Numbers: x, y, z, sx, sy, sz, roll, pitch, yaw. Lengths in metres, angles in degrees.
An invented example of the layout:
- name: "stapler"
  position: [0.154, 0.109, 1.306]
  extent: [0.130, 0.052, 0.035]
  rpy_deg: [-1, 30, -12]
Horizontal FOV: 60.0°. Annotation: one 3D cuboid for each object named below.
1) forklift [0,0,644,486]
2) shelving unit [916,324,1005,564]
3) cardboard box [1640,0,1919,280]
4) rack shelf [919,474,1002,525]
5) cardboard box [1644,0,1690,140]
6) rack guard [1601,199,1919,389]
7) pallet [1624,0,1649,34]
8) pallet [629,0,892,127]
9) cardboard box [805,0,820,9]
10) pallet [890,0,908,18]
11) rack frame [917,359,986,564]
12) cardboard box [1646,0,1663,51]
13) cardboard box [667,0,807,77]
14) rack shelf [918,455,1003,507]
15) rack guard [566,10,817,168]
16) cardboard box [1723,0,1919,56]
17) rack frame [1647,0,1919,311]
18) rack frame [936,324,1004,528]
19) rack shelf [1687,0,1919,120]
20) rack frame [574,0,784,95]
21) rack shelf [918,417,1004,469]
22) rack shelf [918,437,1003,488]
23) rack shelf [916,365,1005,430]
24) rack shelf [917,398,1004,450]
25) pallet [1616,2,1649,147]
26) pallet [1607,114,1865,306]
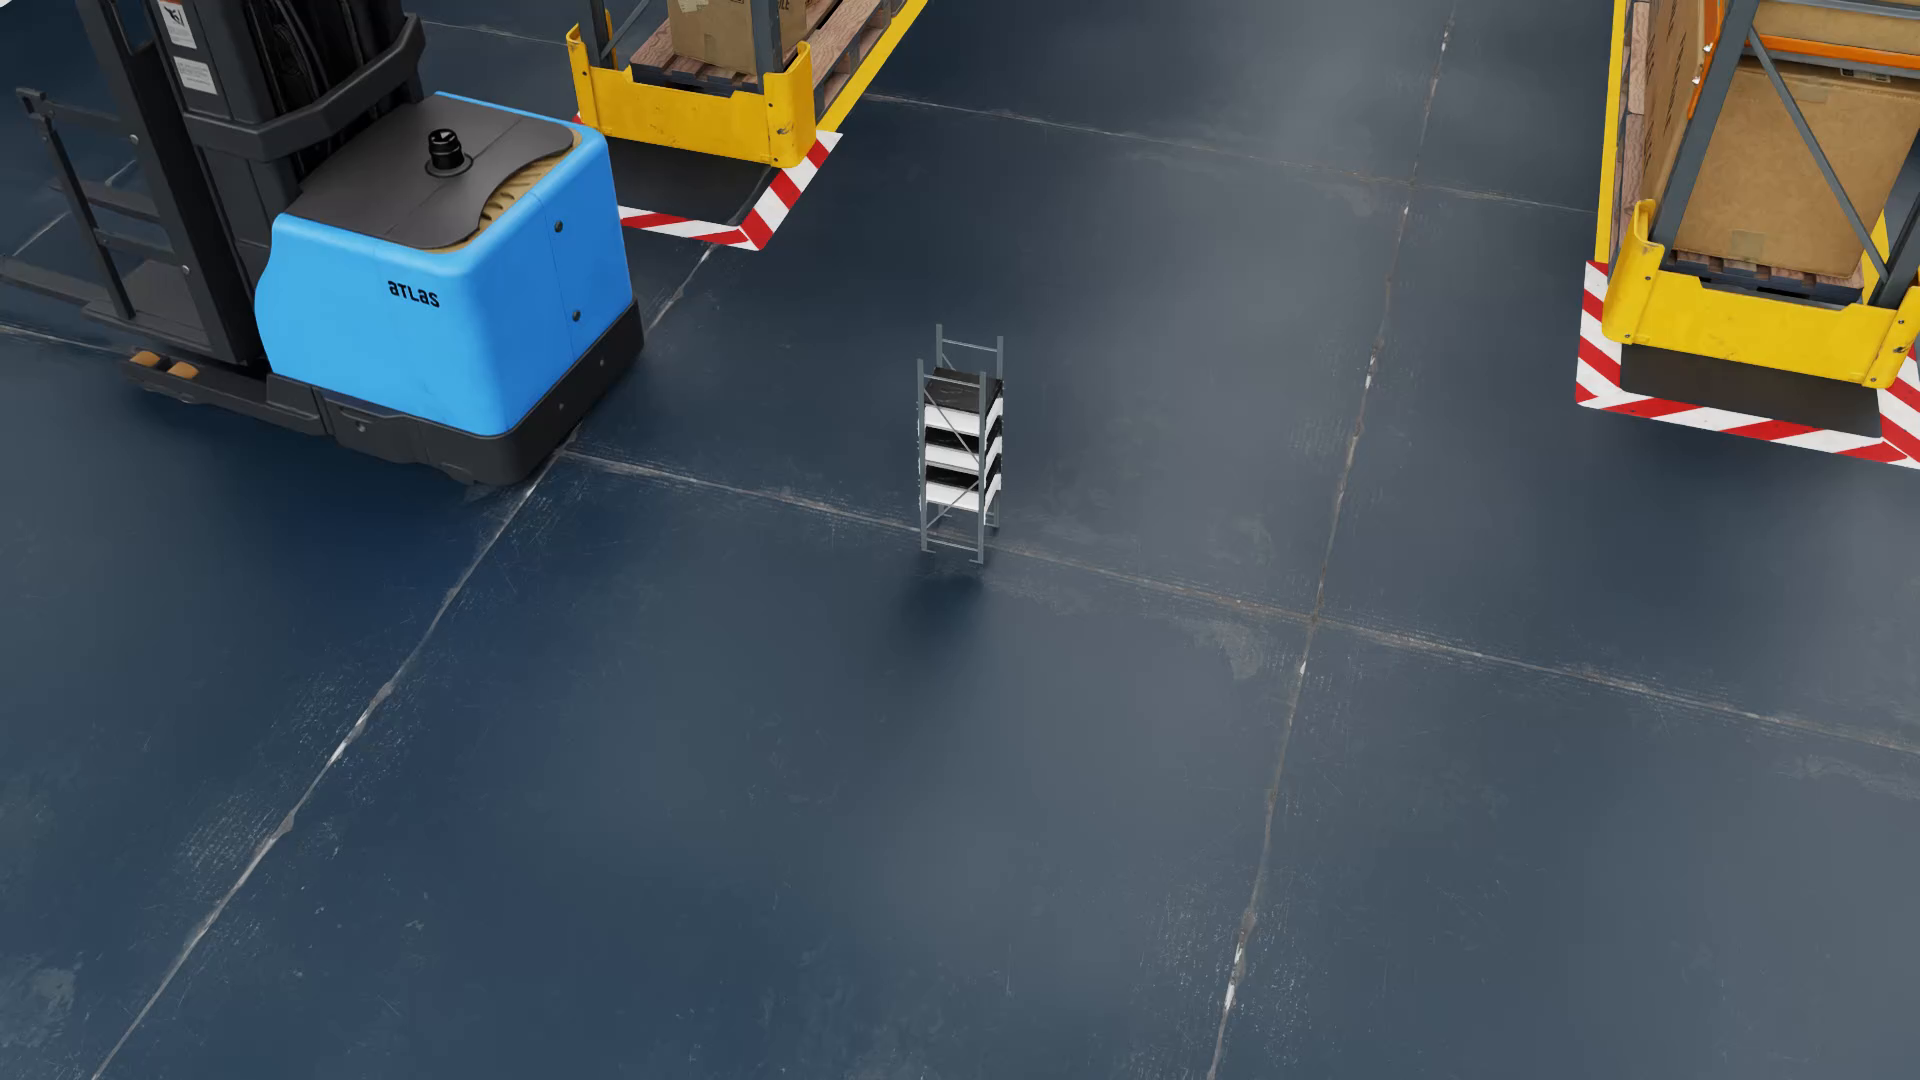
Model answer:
- name: "forklift"
  position: [-2.892, -1.931, 6.127]
  extent: [3.031, 2.935, 1.130]
  rpy_deg: [17, 47, 16]
- name: "shelving unit"
  position: [0.002, -0.327, 5.941]
  extent: [0.258, 0.900, 0.210]
  rpy_deg: [13, 46, 12]
- name: "cardboard box"
  position: [3.508, -1.797, 7.161]
  extent: [0.875, 0.875, 0.875]
  rpy_deg: [13, 46, 13]
- name: "rack shelf"
  position: [0.002, -0.175, 6.090]
  extent: [0.258, 0.077, 0.200]
  rpy_deg: [13, 46, 12]
- name: "cardboard box"
  position: [3.773, -2.384, 7.760]
  extent: [0.875, 0.875, 0.875]
  rpy_deg: [12, 46, 12]
- name: "rack guard"
  position: [3.359, -1.031, 6.946]
  extent: [1.175, 0.500, 0.348]
  rpy_deg: [13, 46, 13]
- name: "pallet"
  position: [4.272, -3.120, 9.287]
  extent: [1.003, 0.211, 1.213]
  rpy_deg: [13, 46, 13]
- name: "pallet"
  position: [-1.028, -2.646, 8.803]
  extent: [1.003, 0.211, 1.213]
  rpy_deg: [13, 46, 13]
- name: "cardboard box"
  position: [-0.977, -3.133, 8.794]
  extent: [0.500, 0.500, 0.500]
  rpy_deg: [24, 49, 23]
- name: "pallet"
  position: [-0.657, -3.457, 9.632]
  extent: [1.003, 0.211, 1.213]
  rpy_deg: [13, 46, 13]
- name: "rack frame"
  position: [-0.028, -0.259, 5.872]
  extent: [0.240, 0.900, 0.006]
  rpy_deg: [13, 46, 12]
- name: "cardboard box"
  position: [4.051, -2.991, 8.381]
  extent: [0.875, 0.875, 0.875]
  rpy_deg: [13, 46, 13]
- name: "cardboard box"
  position: [-1.126, -2.728, 8.380]
  extent: [0.500, 0.500, 0.500]
  rpy_deg: [21, 48, 20]
- name: "rack shelf"
  position: [0.002, -0.239, 6.027]
  extent: [0.258, 0.077, 0.200]
  rpy_deg: [13, 46, 12]
- name: "rack guard"
  position: [-1.308, -2.215, 8.157]
  extent: [1.175, 0.500, 0.348]
  rpy_deg: [13, 46, 13]
- name: "cardboard box"
  position: [3.435, -2.251, 6.298]
  extent: [0.875, 0.550, 0.550]
  rpy_deg: [13, 46, 13]
- name: "rack frame"
  position: [3.366, -1.940, 6.088]
  extent: [1.000, 3.000, 0.127]
  rpy_deg: [13, 46, 13]
- name: "rack frame"
  position: [0.033, -0.395, 6.010]
  extent: [0.240, 0.900, 0.006]
  rpy_deg: [13, 46, 12]
- name: "rack shelf"
  position: [3.971, -3.016, 7.702]
  extent: [1.077, 0.370, 4.000]
  rpy_deg: [13, 46, 13]
- name: "rack frame"
  position: [-1.331, -3.058, 7.231]
  extent: [1.000, 3.000, 0.127]
  rpy_deg: [13, 46, 13]
- name: "rack shelf"
  position: [0.002, -0.368, 5.901]
  extent: [0.258, 0.077, 0.200]
  rpy_deg: [13, 46, 12]
- name: "rack shelf"
  position: [0.002, -0.303, 5.964]
  extent: [0.258, 0.077, 0.200]
  rpy_deg: [13, 46, 12]
- name: "rack shelf"
  position: [0.002, -0.496, 5.775]
  extent: [0.258, 0.077, 0.200]
  rpy_deg: [13, 46, 12]
- name: "rack shelf"
  position: [0.002, -0.432, 5.838]
  extent: [0.258, 0.077, 0.200]
  rpy_deg: [13, 46, 12]
- name: "pallet"
  position: [3.905, -2.304, 8.453]
  extent: [1.003, 0.211, 1.213]
  rpy_deg: [13, 46, 13]
- name: "pallet"
  position: [3.533, -1.493, 7.625]
  extent: [1.003, 0.211, 1.213]
  rpy_deg: [13, 46, 13]
